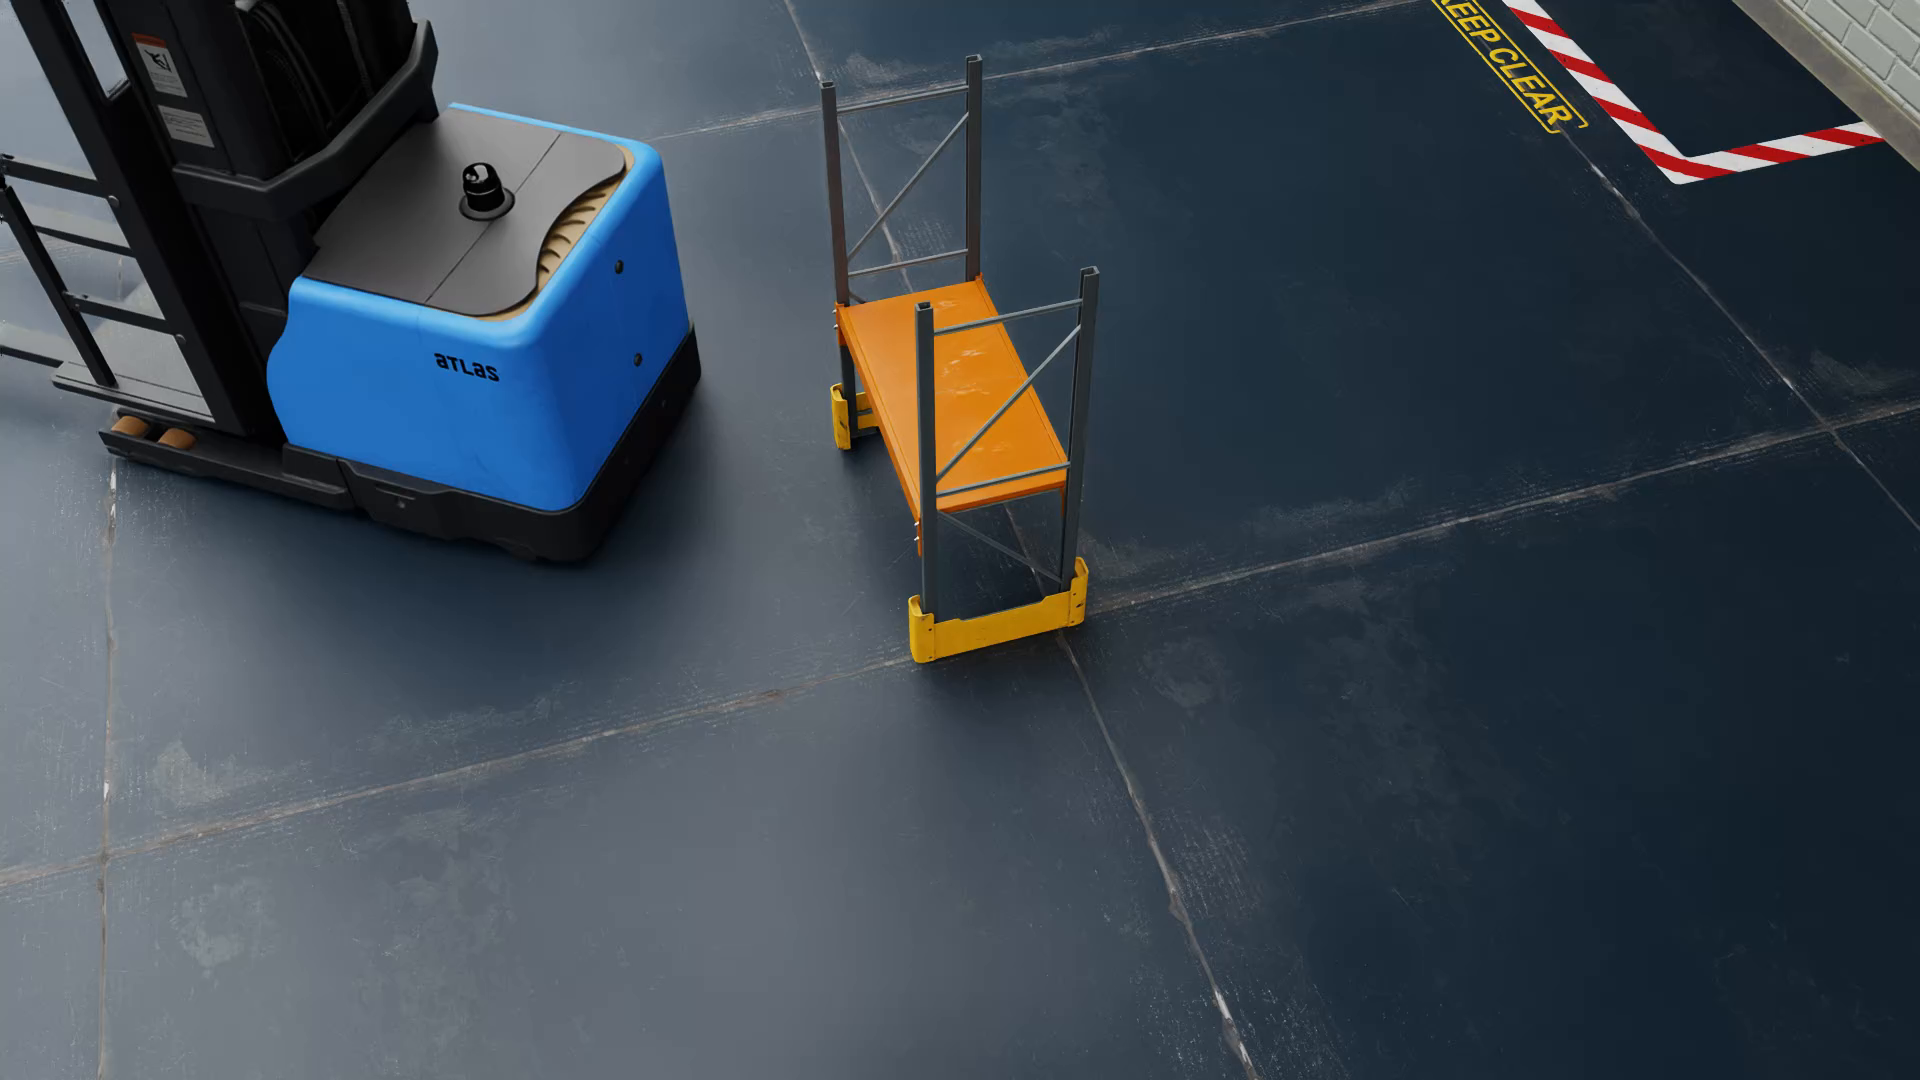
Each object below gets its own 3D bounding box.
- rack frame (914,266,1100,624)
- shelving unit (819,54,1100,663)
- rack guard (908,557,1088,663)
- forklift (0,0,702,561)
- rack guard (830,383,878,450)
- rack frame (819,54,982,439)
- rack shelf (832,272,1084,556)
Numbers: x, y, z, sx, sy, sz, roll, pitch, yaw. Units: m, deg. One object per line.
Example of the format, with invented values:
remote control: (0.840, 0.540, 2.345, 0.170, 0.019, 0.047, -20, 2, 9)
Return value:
rack frame: (0.125, -0.174, 4.916, 0.500, 1.500, 0.032, -13, 51, -11)
shelving unit: (-0.023, -0.539, 5.224, 0.587, 1.500, 1.083, -13, 51, -11)
rack guard: (0.125, 0.227, 5.395, 0.587, 0.250, 0.087, -13, 51, -11)
forklift: (-2.535, -1.550, 5.140, 3.031, 2.935, 1.130, 14, 51, 12)
rack guard: (-0.170, -0.500, 6.008, 0.587, 0.250, 0.087, -13, 51, -11)
rack frame: (-0.176, -0.917, 5.542, 0.500, 1.500, 0.032, -13, 51, -11)
rack shelf: (-0.025, -0.430, 5.367, 0.538, 0.185, 1.000, -13, 51, -11)
